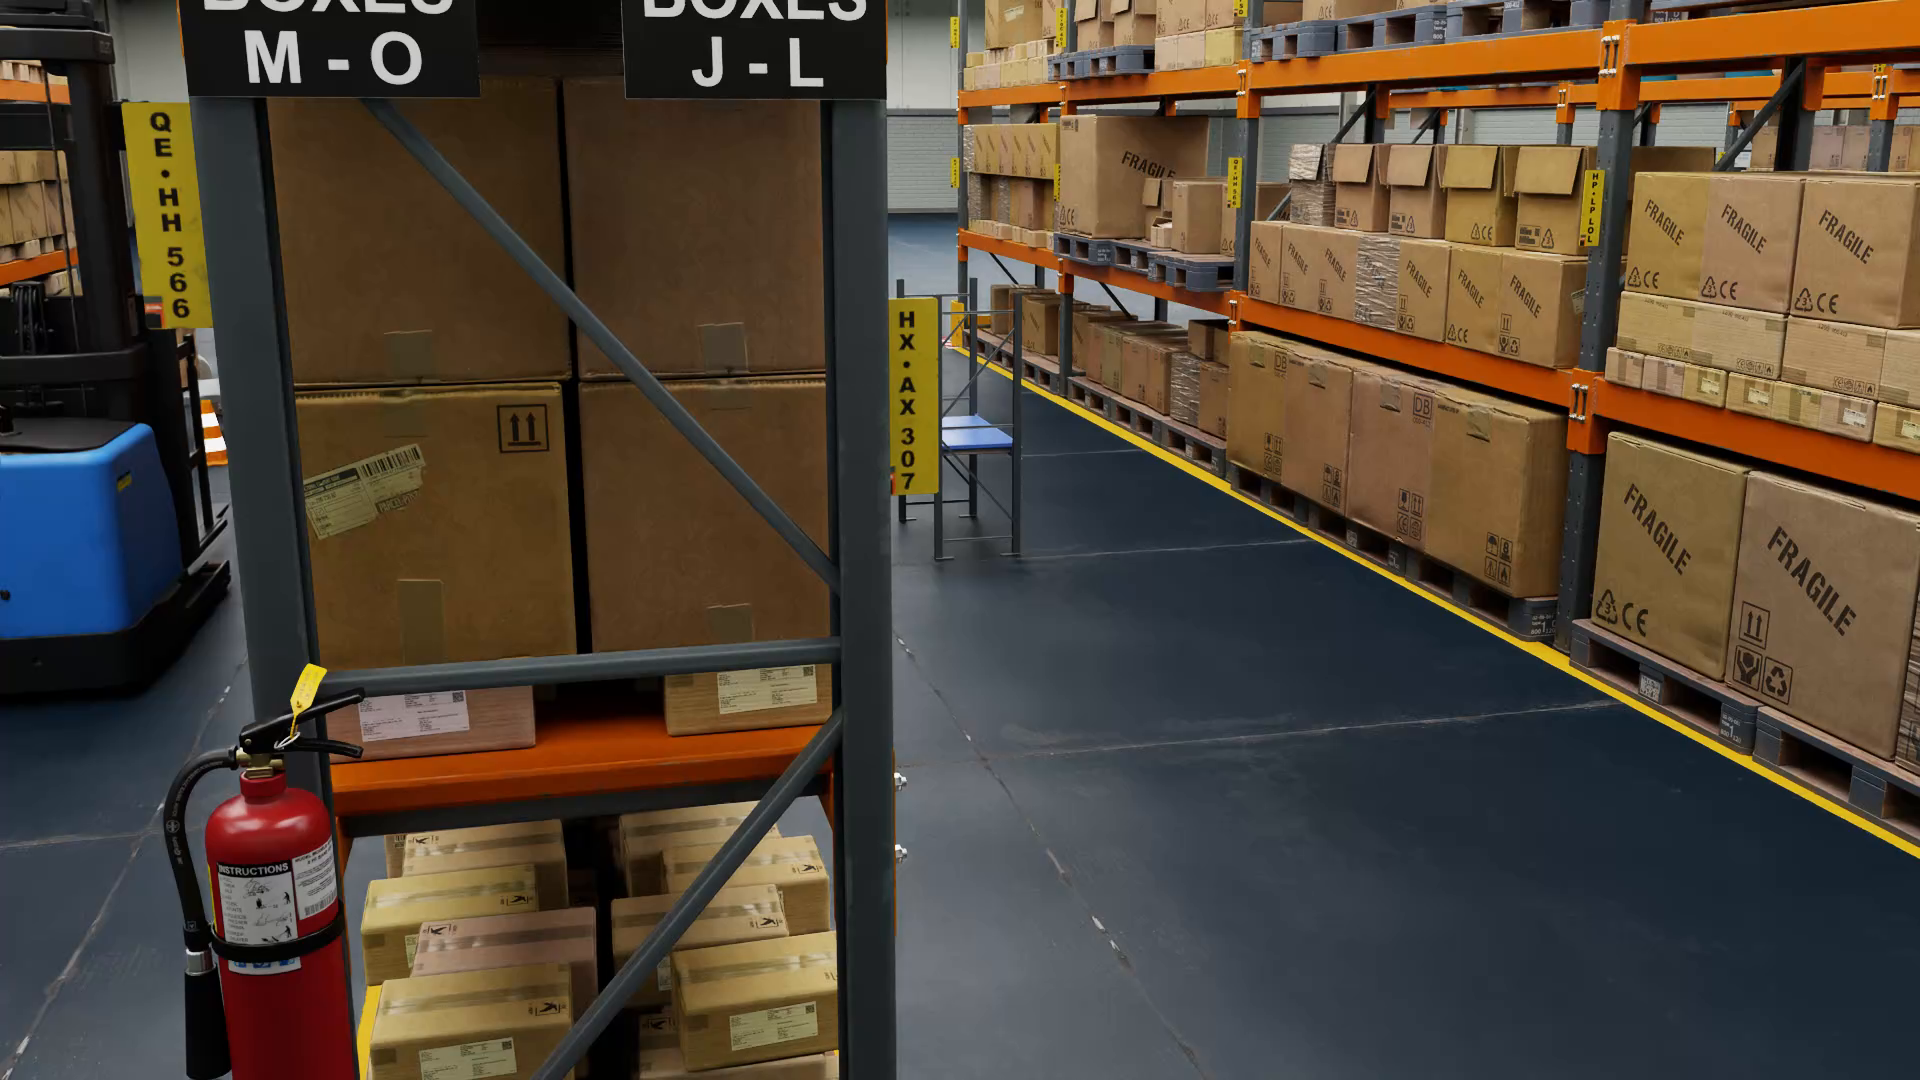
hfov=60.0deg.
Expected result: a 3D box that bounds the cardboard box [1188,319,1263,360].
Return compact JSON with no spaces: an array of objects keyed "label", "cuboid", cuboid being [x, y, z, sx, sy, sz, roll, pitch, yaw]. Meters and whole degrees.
[{"label":"cardboard box","cuboid":[2.033,-1.521,12.592,0.500,0.250,0.500,-2,14,-7]}]

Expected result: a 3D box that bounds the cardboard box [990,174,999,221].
[{"label":"cardboard box","cuboid":[0.811,-3.684,17.849,0.875,0.500,0.500,-3,14,-13]}]

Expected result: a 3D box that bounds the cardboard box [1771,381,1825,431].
[{"label":"cardboard box","cuboid":[3.287,-0.510,6.224,0.380,0.149,0.250,-3,14,-14]}]

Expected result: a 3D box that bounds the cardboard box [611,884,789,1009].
[{"label":"cardboard box","cuboid":[-0.587,0.911,3.745,0.380,0.149,0.250,-3,14,-12]}]

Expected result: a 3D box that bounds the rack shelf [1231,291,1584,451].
[{"label":"rack shelf","cuboid":[2.823,-1.072,9.509,1.077,0.370,4.000,-3,14,-13]}]

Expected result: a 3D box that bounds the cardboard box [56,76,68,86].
[{"label":"cardboard box","cuboid":[-8.712,-4.389,15.779,0.380,0.149,0.250,-3,14,-13]}]

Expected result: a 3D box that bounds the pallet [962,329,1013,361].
[{"label":"pallet","cuboid":[0.649,-2.167,18.351,1.003,0.211,1.213,-3,14,-13]}]

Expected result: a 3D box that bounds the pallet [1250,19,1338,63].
[{"label":"pallet","cuboid":[2.556,-3.102,10.383,1.213,0.211,1.003,-3,14,-11]}]

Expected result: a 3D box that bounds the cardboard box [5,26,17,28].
[{"label":"cardboard box","cuboid":[-8.399,-4.485,14.492,0.380,0.149,0.250,-3,14,-12]}]

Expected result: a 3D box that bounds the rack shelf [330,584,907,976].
[{"label":"rack shelf","cuboid":[-1.082,0.104,4.696,1.077,0.370,4.000,-3,14,-13]}]

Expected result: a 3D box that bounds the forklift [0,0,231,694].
[{"label":"forklift","cuboid":[-4.350,-1.057,8.078,1.130,2.935,3.031,-3,14,-12]}]

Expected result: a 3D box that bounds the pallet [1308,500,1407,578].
[{"label":"pallet","cuboid":[2.748,-0.061,9.732,1.003,0.211,1.213,-3,14,-13]}]

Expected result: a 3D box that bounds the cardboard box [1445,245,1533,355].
[{"label":"cardboard box","cuboid":[2.808,-1.216,8.372,0.500,0.500,0.500,-3,14,-11]}]

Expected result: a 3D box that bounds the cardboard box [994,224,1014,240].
[{"label":"cardboard box","cuboid":[0.568,-3.176,17.134,0.380,0.149,0.250,-3,14,-13]}]

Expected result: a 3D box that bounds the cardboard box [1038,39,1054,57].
[{"label":"cardboard box","cuboid":[0.940,-4.562,15.435,0.380,0.149,0.250,-4,14,-16]}]

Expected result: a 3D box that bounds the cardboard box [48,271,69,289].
[{"label":"cardboard box","cuboid":[-8.509,-2.414,15.450,0.380,0.149,0.250,-3,14,-12]}]

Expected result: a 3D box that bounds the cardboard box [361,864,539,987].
[{"label":"cardboard box","cuboid":[-1.171,0.886,3.848,0.380,0.149,0.250,-4,14,-14]}]

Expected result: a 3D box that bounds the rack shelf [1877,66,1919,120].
[{"label":"rack shelf","cuboid":[7.638,-2.805,10.283,1.077,0.370,4.000,-3,14,-13]}]

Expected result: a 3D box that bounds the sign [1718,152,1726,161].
[{"label":"sign","cuboid":[9.564,-4.709,20.890,0.100,0.325,0.005,-3,14,-13]}]

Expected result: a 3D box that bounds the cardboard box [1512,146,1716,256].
[{"label":"cardboard box","cuboid":[3.135,-1.643,8.006,0.797,0.503,0.637,-4,14,-15]}]

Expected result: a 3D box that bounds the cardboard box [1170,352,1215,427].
[{"label":"cardboard box","cuboid":[2.034,-1.163,12.706,0.700,0.500,0.500,-5,14,-18]}]

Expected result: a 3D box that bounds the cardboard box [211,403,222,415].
[{"label":"cardboard box","cuboid":[-6.324,-1.232,14.412,0.396,0.266,0.258,10,17,35]}]

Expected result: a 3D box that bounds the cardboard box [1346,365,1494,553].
[{"label":"cardboard box","cuboid":[2.913,-0.484,9.181,1.225,0.875,0.875,-4,14,-15]}]

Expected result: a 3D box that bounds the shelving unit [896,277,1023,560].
[{"label":"shelving unit","cuboid":[-0.020,-0.748,9.830,0.538,1.500,1.048,-3,14,-13]}]

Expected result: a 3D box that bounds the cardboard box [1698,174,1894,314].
[{"label":"cardboard box","cuboid":[3.265,-1.157,6.452,0.500,0.500,0.500,-3,14,-13]}]

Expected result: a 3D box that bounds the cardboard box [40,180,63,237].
[{"label":"cardboard box","cuboid":[-8.536,-3.028,15.162,0.500,0.500,0.500,-3,14,-13]}]

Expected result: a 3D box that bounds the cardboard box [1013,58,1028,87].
[{"label":"cardboard box","cuboid":[0.816,-4.519,16.098,0.500,0.250,0.500,-3,14,-14]}]

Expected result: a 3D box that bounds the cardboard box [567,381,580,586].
[{"label":"cardboard box","cuboid":[-1.084,-0.185,3.528,0.500,0.500,0.500,-4,14,-14]}]

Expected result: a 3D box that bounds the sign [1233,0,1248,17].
[{"label":"sign","cuboid":[1.826,-3.561,10.773,0.100,0.325,0.005,-3,14,-13]}]

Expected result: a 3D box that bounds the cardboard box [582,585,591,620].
[{"label":"cardboard box","cuboid":[-0.675,0.072,3.843,0.380,0.149,0.250,-3,14,-11]}]

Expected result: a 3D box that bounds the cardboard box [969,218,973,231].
[{"label":"cardboard box","cuboid":[0.310,-3.527,18.573,0.380,0.149,0.250,-3,14,-13]}]

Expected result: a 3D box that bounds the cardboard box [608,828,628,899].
[{"label":"cardboard box","cuboid":[-0.748,0.878,4.507,0.380,0.149,0.250,-4,14,-16]}]

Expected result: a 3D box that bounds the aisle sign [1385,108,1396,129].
[{"label":"aisle sign","cuboid":[4.988,-5.267,19.689,0.394,0.787,0.004,-3,14,-13]}]

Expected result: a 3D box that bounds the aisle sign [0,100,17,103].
[{"label":"aisle sign","cuboid":[-9.474,-4.436,16.285,0.394,0.787,0.004,-3,14,-13]}]

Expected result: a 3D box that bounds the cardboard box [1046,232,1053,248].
[{"label":"cardboard box","cuboid":[1.028,-2.836,15.743,0.380,0.149,0.250,-3,14,-13]}]

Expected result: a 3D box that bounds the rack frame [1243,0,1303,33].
[{"label":"rack frame","cuboid":[2.354,-4.797,10.600,1.000,3.000,0.127,-3,14,-13]}]

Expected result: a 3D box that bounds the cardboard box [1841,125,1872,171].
[{"label":"cardboard box","cuboid":[10.580,-4.485,19.019,0.700,0.500,0.500,-3,14,-13]}]

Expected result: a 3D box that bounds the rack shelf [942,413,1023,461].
[{"label":"rack shelf","cuboid":[-0.020,-0.574,9.872,0.538,0.185,1.000,-3,14,-13]}]

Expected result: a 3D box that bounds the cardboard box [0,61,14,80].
[{"label":"cardboard box","cuboid":[-8.271,-3.976,14.090,0.380,0.149,0.250,-4,14,-14]}]

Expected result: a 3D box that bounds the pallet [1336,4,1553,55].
[{"label":"pallet","cuboid":[2.822,-2.845,9.328,1.003,0.211,1.213,-3,14,-11]}]

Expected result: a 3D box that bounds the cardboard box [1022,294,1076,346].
[{"label":"cardboard box","cuboid":[0.907,-2.291,17.368,0.500,0.500,0.500,-2,14,-8]}]

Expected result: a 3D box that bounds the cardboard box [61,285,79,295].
[{"label":"cardboard box","cuboid":[-8.591,-2.118,15.604,0.500,0.500,0.500,-3,14,-11]}]

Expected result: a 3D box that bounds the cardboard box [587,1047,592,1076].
[{"label":"cardboard box","cuboid":[-1.076,1.168,3.949,0.380,0.149,0.250,-3,14,-13]}]

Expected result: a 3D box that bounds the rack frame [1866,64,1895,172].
[{"label":"rack frame","cuboid":[7.168,-2.159,12.442,1.000,3.000,0.127,-3,14,-13]}]

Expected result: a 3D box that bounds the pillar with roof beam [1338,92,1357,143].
[{"label":"pillar with roof beam","cuboid":[6.103,-12.654,42.761,9.100,9.000,0.400,-3,14,-13]}]

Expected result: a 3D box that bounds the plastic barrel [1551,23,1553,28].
[{"label":"plastic barrel","cuboid":[6.099,-5.222,16.718,0.600,0.901,0.708,-3,14,-13]}]

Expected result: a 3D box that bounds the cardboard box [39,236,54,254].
[{"label":"cardboard box","cuboid":[-8.494,-2.688,15.139,0.380,0.149,0.250,-3,14,-14]}]

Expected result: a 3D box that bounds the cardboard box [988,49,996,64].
[{"label":"cardboard box","cuboid":[0.508,-4.990,17.187,0.380,0.149,0.250,-3,14,-13]}]

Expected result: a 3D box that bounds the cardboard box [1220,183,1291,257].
[{"label":"cardboard box","cuboid":[2.188,-2.258,11.752,0.500,0.500,0.500,-5,15,-20]}]

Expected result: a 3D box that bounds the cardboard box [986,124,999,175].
[{"label":"cardboard box","cuboid":[0.568,-4.034,17.174,0.500,0.500,0.500,-3,14,-13]}]

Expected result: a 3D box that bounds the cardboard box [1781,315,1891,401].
[{"label":"cardboard box","cuboid":[3.388,-0.674,6.056,0.500,0.250,0.500,-3,14,-12]}]

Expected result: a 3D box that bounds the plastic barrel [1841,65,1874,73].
[{"label":"plastic barrel","cuboid":[7.186,-4.061,12.852,0.600,0.901,0.600,0,14,0]}]
